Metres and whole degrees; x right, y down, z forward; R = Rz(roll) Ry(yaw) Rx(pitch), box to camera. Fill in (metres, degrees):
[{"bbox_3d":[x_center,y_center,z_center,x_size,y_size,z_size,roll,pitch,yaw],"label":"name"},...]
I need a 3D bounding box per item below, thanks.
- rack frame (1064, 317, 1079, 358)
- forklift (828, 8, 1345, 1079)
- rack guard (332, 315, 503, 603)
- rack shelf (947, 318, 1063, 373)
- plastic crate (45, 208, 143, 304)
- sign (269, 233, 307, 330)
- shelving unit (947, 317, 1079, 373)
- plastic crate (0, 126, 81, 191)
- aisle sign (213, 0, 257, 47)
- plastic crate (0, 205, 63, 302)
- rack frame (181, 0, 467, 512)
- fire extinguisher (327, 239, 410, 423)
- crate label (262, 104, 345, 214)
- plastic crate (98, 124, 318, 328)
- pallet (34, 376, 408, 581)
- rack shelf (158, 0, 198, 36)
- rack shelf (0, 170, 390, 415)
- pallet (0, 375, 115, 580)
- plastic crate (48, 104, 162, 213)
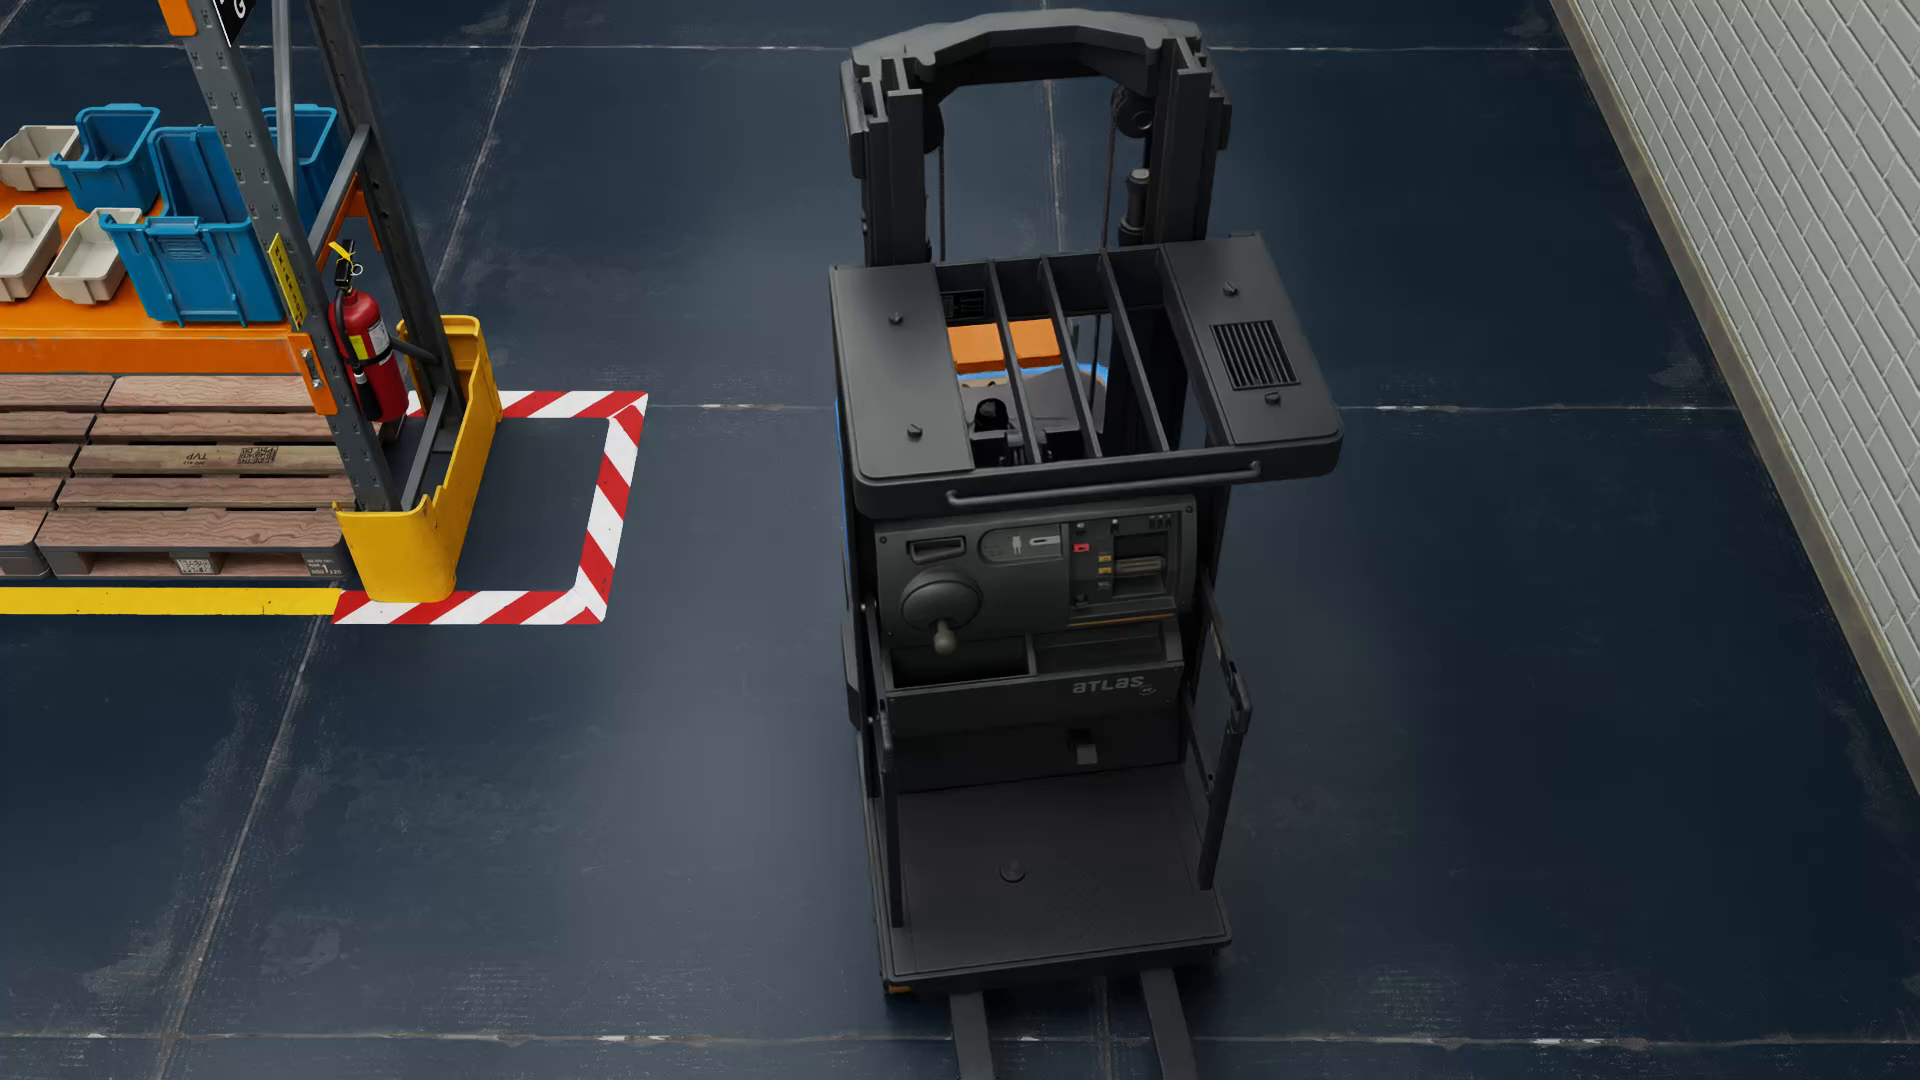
[{"bbox_3d":[0.401,-0.454,6.434,0.015,1.200,0.240,-5,47,-5],"label":"rack frame"},{"bbox_3d":[0.254,0.199,4.643,1.130,2.935,3.031,-6,47,-5],"label":"forklift"},{"bbox_3d":[-2.194,-0.350,6.815,0.348,0.500,1.175,0,47,0],"label":"rack guard"},{"bbox_3d":[0.159,-0.700,6.125,0.480,0.148,0.258,-5,47,-5],"label":"rack shelf"},{"bbox_3d":[-3.034,-0.993,5.845,0.243,0.136,0.396,0,47,0],"label":"plastic crate"},{"bbox_3d":[-2.204,-0.846,5.457,0.005,0.325,0.100,0,47,0],"label":"sign"},{"bbox_3d":[0.159,-0.432,6.413,0.503,1.200,0.258,-5,47,-5],"label":"shelving unit"},{"bbox_3d":[-3.462,-1.428,6.250,0.298,0.136,0.250,0,47,0],"label":"plastic crate"},{"bbox_3d":[-2.147,-1.864,4.740,0.004,0.787,0.394,0,47,0],"label":"aisle sign"},{"bbox_3d":[-3.324,-1.004,5.855,0.243,0.136,0.396,0,47,0],"label":"plastic crate"},{"bbox_3d":[-2.218,-1.193,5.892,0.127,3.000,1.000,0,47,0],"label":"rack frame"},{"bbox_3d":[-2.069,-0.706,5.746,0.183,0.674,0.296,0,47,0],"label":"fire extinguisher"},{"bbox_3d":[-2.464,-1.398,6.156,0.303,0.233,0.416,0,47,0],"label":"crate label"},{"bbox_3d":[-2.553,-1.089,5.730,0.499,0.435,0.616,0,47,0],"label":"plastic crate"},{"bbox_3d":[-3.042,-0.273,6.941,1.213,0.211,1.003,0,47,0],"label":"pallet"},{"bbox_3d":[-4.218,-1.975,5.062,4.000,0.370,1.077,0,47,0],"label":"rack shelf"},{"bbox_3d":[-4.218,-0.953,6.160,4.000,0.370,1.077,0,47,0],"label":"rack shelf"},{"bbox_3d":[-4.259,-0.279,6.946,1.213,0.211,1.003,0,47,0],"label":"pallet"},{"bbox_3d":[-3.122,-1.399,6.158,0.300,0.233,0.416,0,47,0],"label":"plastic crate"}]
